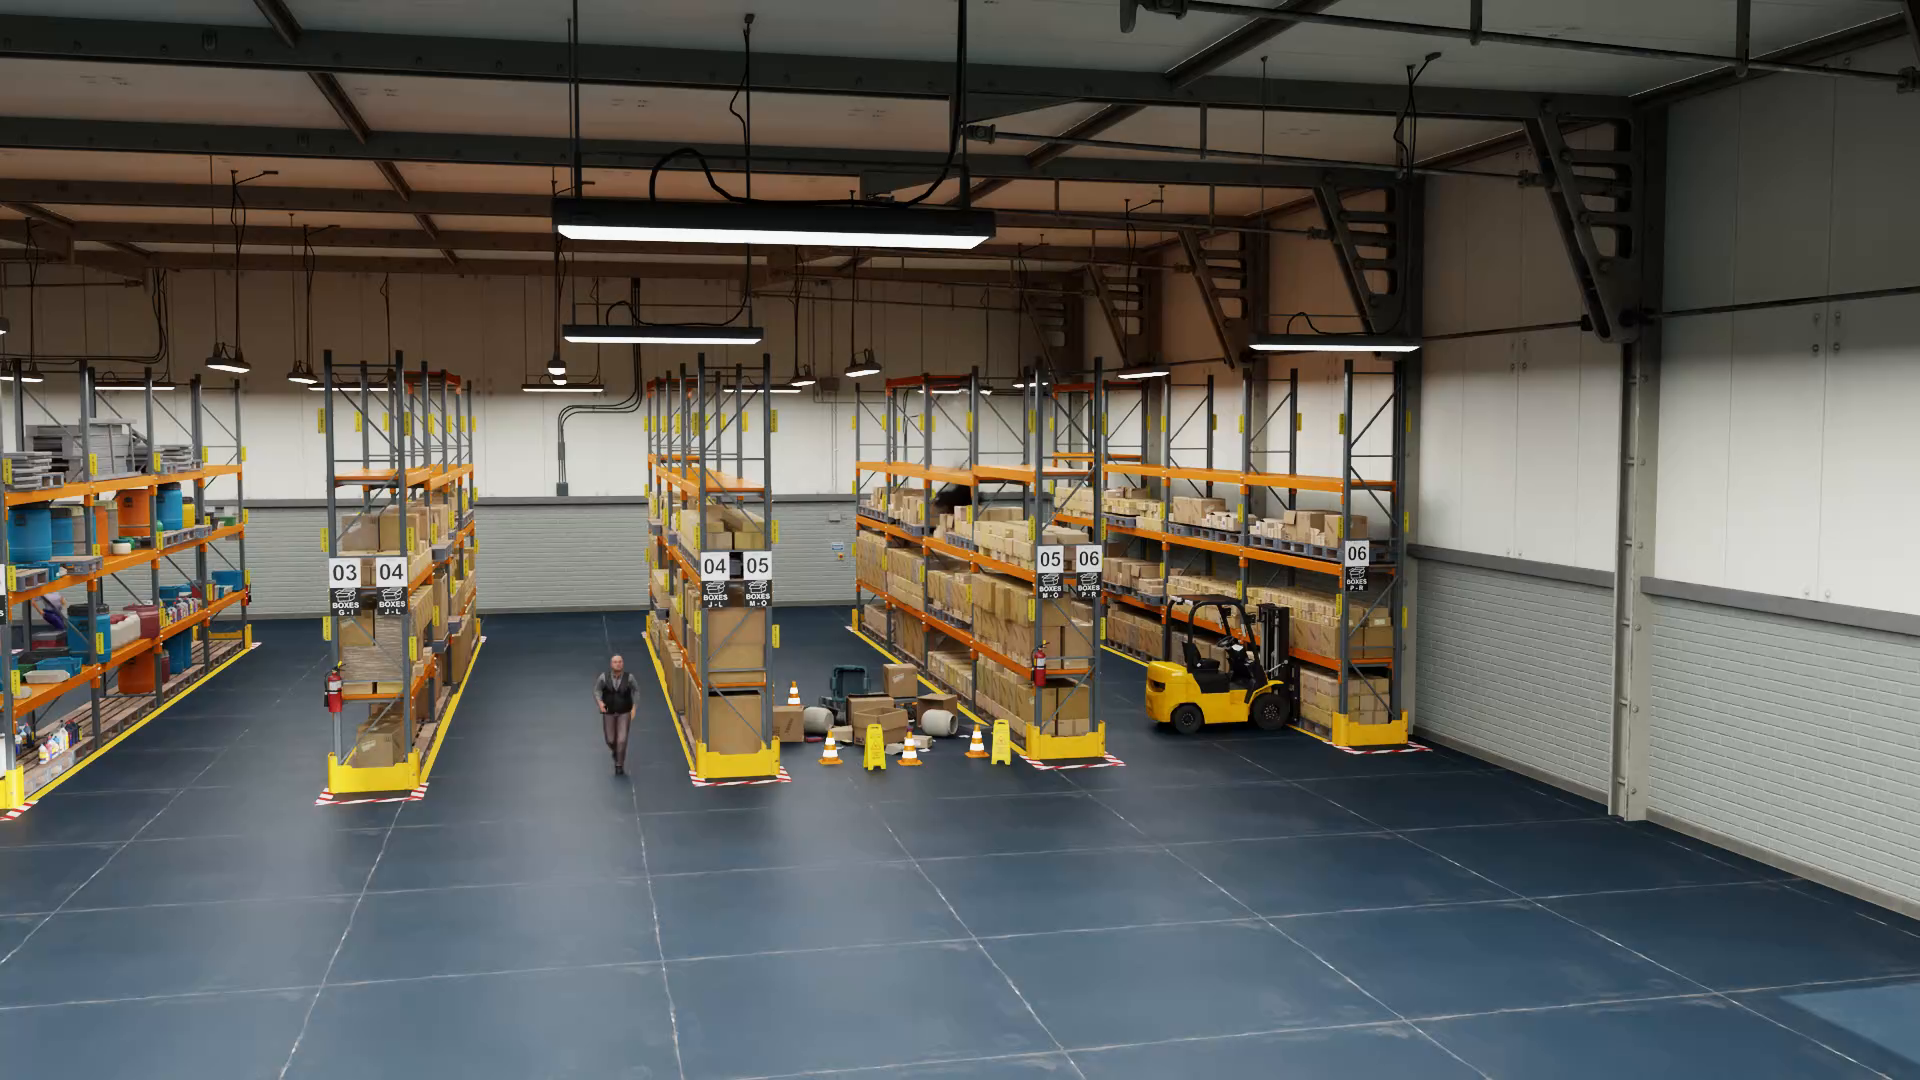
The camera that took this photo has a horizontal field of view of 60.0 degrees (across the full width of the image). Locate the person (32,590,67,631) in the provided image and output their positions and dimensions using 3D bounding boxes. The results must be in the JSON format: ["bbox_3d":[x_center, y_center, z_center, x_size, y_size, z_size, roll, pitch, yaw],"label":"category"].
[{"bbox_3d":[-20.226,1.653,37.080,0.641,1.576,0.753,1,4,14],"label":"person"}]

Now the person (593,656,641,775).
[{"bbox_3d":[-4.947,2.507,23.990,0.692,1.699,0.562,-1,4,-8],"label":"person"}]
